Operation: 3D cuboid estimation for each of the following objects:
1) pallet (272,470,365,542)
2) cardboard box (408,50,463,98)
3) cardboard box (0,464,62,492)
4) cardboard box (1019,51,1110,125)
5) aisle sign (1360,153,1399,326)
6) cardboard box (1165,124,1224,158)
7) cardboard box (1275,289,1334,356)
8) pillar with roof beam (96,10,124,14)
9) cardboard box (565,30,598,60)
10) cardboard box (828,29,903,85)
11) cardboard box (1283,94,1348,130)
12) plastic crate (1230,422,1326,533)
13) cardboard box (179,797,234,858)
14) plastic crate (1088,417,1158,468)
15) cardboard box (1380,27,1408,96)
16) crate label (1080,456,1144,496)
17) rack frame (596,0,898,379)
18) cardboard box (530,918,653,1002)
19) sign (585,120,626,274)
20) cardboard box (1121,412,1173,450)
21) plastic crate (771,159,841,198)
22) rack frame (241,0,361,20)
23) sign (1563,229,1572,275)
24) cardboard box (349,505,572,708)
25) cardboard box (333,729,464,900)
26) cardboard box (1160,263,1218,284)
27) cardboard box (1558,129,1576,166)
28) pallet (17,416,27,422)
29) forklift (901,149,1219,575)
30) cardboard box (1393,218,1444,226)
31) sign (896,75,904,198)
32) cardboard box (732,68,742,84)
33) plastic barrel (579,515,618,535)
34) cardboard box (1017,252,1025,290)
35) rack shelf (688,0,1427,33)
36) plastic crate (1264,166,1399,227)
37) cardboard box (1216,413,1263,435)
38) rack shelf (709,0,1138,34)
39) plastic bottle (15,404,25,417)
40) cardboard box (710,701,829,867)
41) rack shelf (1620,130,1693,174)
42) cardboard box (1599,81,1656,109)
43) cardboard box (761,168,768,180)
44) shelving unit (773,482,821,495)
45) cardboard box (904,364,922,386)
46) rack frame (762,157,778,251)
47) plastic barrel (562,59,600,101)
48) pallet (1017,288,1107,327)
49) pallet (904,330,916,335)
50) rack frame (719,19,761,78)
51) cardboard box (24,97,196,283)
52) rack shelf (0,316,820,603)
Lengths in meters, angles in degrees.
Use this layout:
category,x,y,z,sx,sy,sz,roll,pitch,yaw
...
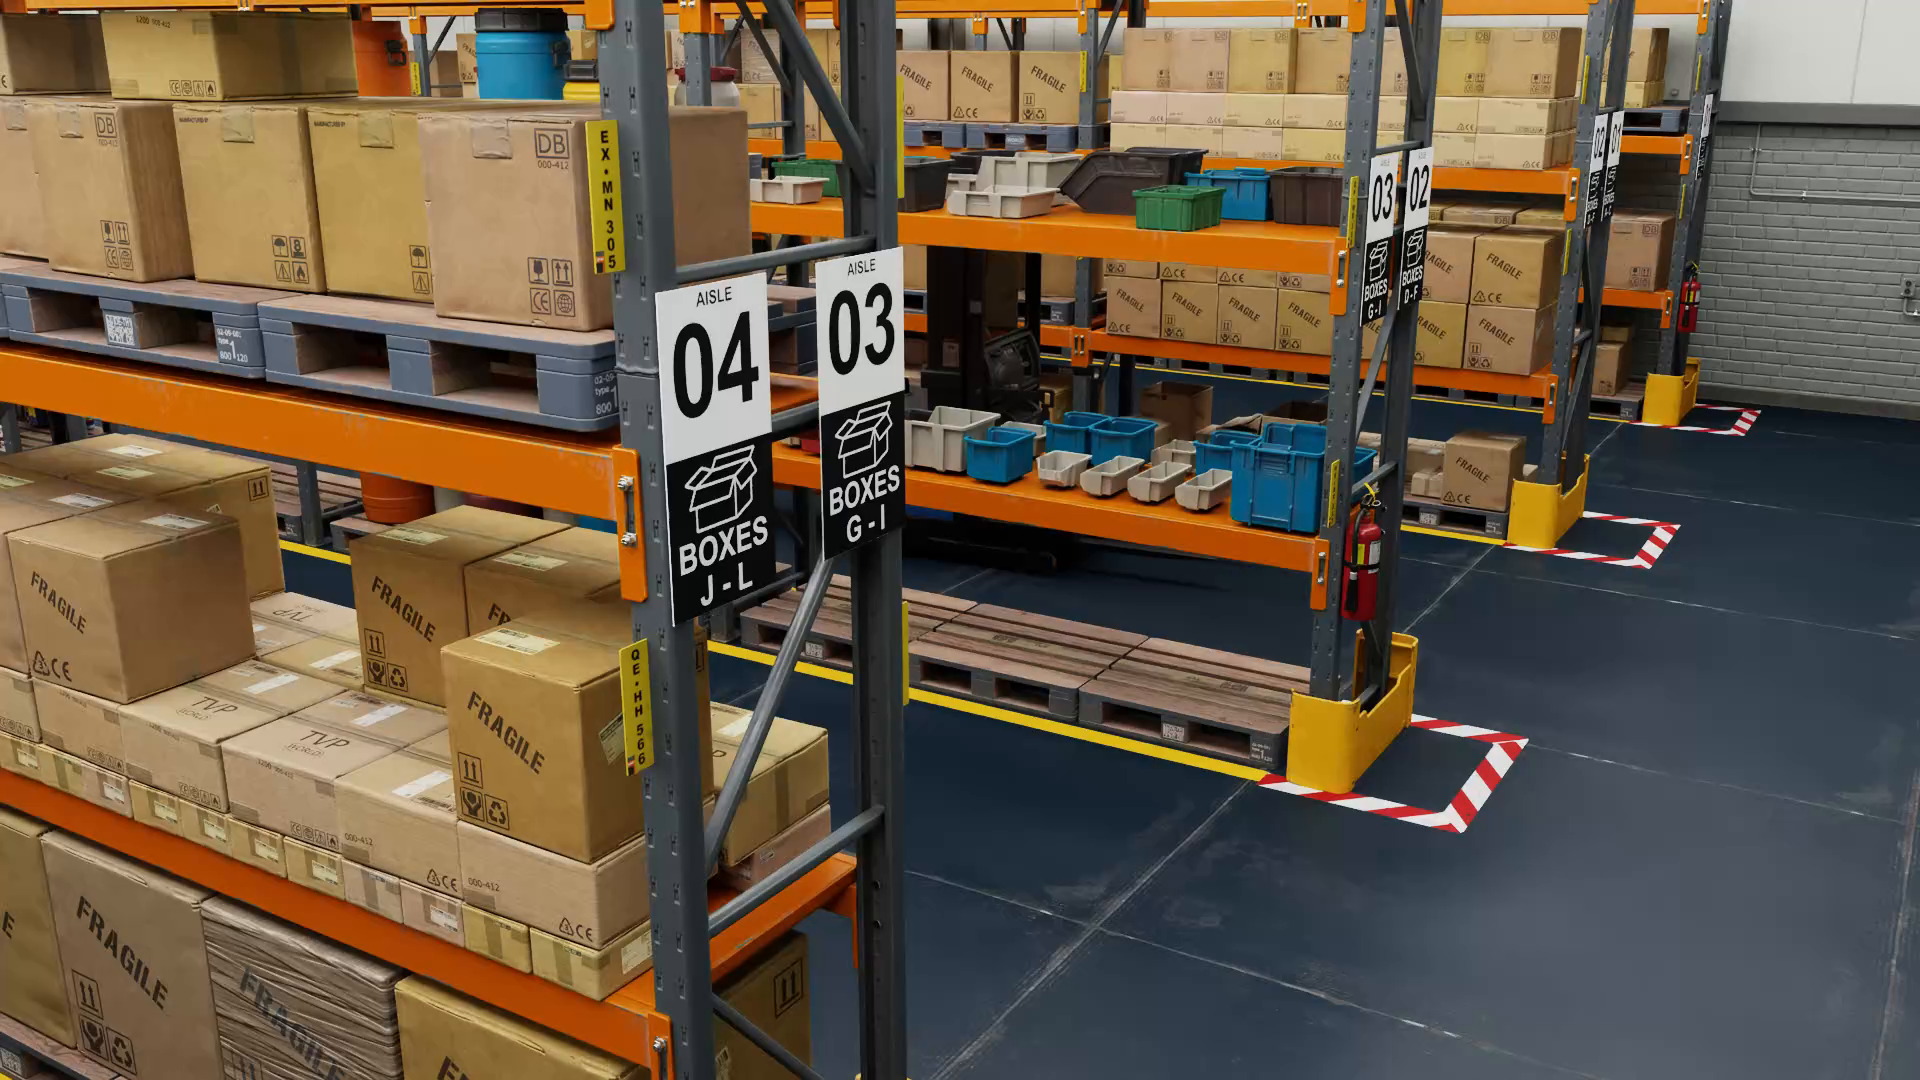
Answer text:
category,x,y,z,sx,sy,sz,roll,pitch,yaw
pallet,-5.342,-0.299,13.502,1.213,0.211,1.003,10,20,30
cardboard box,-5.807,-5.233,18.653,0.500,0.500,0.500,12,21,35
cardboard box,-3.612,0.036,6.058,0.500,0.500,0.500,10,20,30
cardboard box,0.911,-3.950,14.498,0.600,0.600,0.600,8,19,25
aisle sign,2.022,-1.449,8.019,0.004,0.787,0.394,10,20,30
cardboard box,2.010,-3.275,13.598,0.500,0.250,0.500,10,20,30
cardboard box,2.890,-1.796,13.460,0.500,0.500,0.500,10,19,29
pillar with roof beam,-17.764,-8.914,26.743,0.400,9.000,9.100,10,20,30
cardboard box,-5.290,-6.865,23.232,0.500,0.500,0.500,11,20,32
cardboard box,-0.870,-4.470,15.384,0.500,0.500,0.500,10,20,30
cardboard box,2.859,-3.360,13.020,0.500,0.250,0.500,10,20,30
plastic crate,1.731,-0.339,8.673,0.499,0.435,0.616,10,20,30
cardboard box,-2.256,0.853,5.345,0.250,0.149,0.380,11,20,31
plastic crate,0.954,-0.557,9.739,0.300,0.233,0.416,10,20,30
cardboard box,3.400,-3.697,12.839,0.500,0.500,0.700,10,20,30
crate label,0.835,-0.355,9.238,0.243,0.136,0.396,10,20,30
rack frame,-0.478,-1.933,3.761,0.127,3.000,1.000,10,20,30
cardboard box,-0.954,1.085,4.580,0.250,0.149,0.380,11,20,31
sign,-0.774,-0.751,3.645,0.005,0.325,0.100,10,20,30
cardboard box,1.546,-0.930,14.652,0.500,0.311,0.500,10,20,30
plastic crate,-0.775,-2.242,10.304,0.662,0.188,0.450,10,20,30
rack frame,-4.703,-4.376,11.806,0.127,3.000,1.000,10,20,30
sign,4.402,-2.086,12.052,0.005,0.325,0.100,10,20,30
cardboard box,-1.616,0.215,5.468,0.500,0.500,0.500,10,19,29
cardboard box,-1.462,0.782,4.893,0.500,0.250,0.500,10,19,29
cardboard box,1.995,-2.430,13.828,0.500,0.500,0.500,9,19,28
cardboard box,4.405,-3.020,12.759,0.500,0.250,0.500,10,20,30
pallet,-9.705,-1.078,16.066,1.213,0.211,1.003,10,20,30
forklift,0.571,-1.325,12.201,3.031,2.935,1.130,8,19,24
cardboard box,3.597,-2.329,13.496,0.500,0.500,0.500,10,20,31
sign,-0.182,-1.090,4.508,0.005,0.325,0.100,10,20,30
cardboard box,-3.212,-6.198,22.756,0.500,0.500,0.500,11,20,32
plastic barrel,-2.352,-0.289,11.559,0.708,0.901,0.600,10,20,30
cardboard box,0.396,-2.589,15.348,0.500,0.500,0.700,14,22,39
rack shelf,0.410,-2.928,8.964,4.000,0.370,1.077,10,20,30
plastic crate,1.932,-1.789,8.675,0.590,0.269,0.497,10,20,30
cardboard box,2.574,-0.917,14.609,0.500,0.311,0.500,10,20,30
rack shelf,-0.403,-4.763,15.004,4.000,0.370,1.077,10,20,30
plastic bottle,-9.105,-1.376,16.052,0.185,0.351,0.144,10,20,30
cardboard box,-0.745,0.727,5.072,0.500,0.250,0.500,10,19,29
rack shelf,5.595,-4.138,17.419,4.000,0.370,1.077,10,20,30
cardboard box,6.536,-4.401,16.410,0.500,0.250,0.500,11,20,32
cardboard box,-2.511,-4.740,22.397,0.500,0.500,0.700,10,20,30
shelving unit,-1.347,-0.701,13.255,1.048,1.125,0.538,8,18,24
cardboard box,-0.548,-1.373,15.783,0.500,0.500,0.500,9,19,28
rack frame,-2.107,-2.732,16.714,0.127,3.000,1.000,10,20,30
plastic barrel,-2.178,-2.712,10.442,0.600,0.588,0.600,0,17,0
pallet,0.677,-2.180,15.228,1.213,0.211,1.003,10,20,30
pallet,-0.183,-2.744,21.553,1.213,0.211,1.003,10,20,30
rack frame,-2.926,-7.438,21.886,0.127,3.000,1.000,10,20,30
cardboard box,-2.361,-1.101,5.117,0.500,0.500,0.700,11,20,32
rack shelf,-2.182,-0.458,5.303,4.000,0.370,1.077,10,20,30
